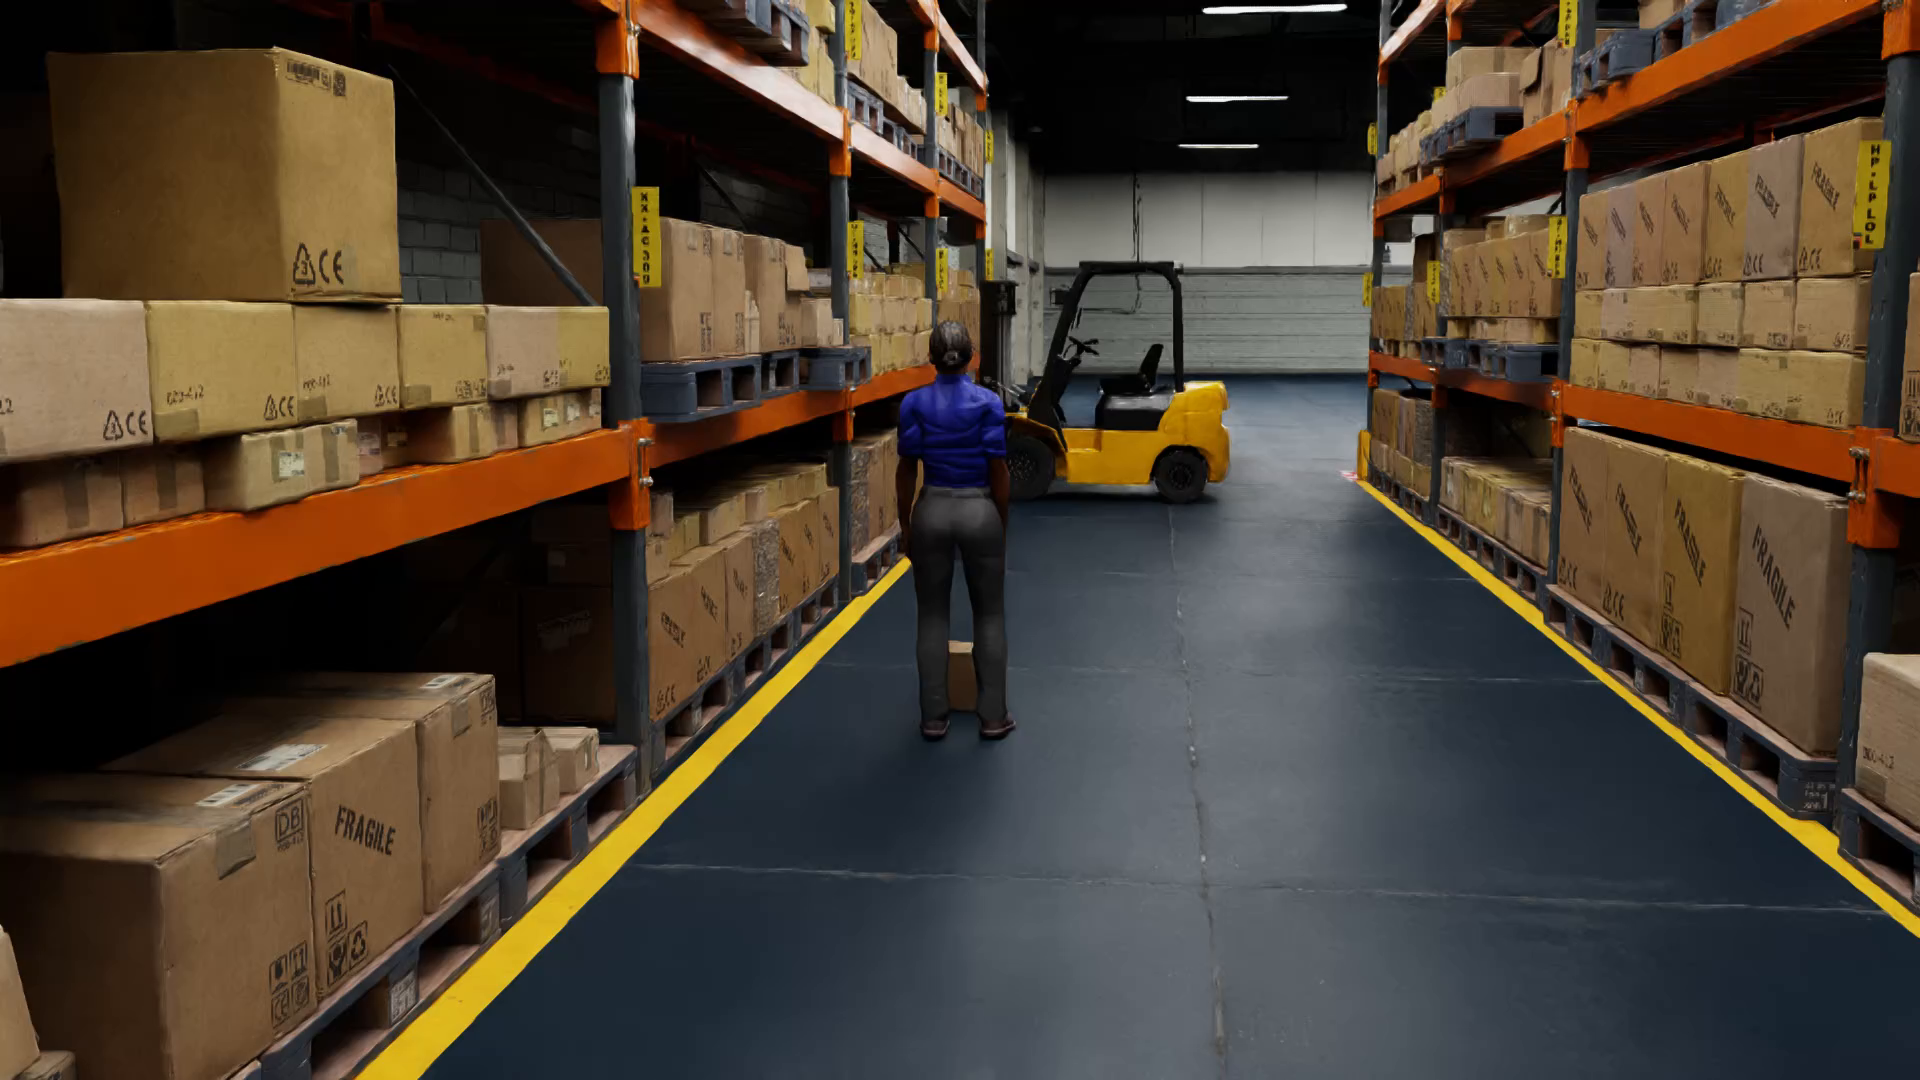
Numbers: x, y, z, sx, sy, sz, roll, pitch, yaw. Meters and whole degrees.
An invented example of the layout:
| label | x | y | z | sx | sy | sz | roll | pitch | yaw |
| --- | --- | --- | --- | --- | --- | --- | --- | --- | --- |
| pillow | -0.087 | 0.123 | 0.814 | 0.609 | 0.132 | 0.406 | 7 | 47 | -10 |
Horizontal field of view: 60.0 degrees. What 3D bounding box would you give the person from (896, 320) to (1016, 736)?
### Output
| label | x | y | z | sx | sy | sz | roll | pitch | yaw |
| --- | --- | --- | --- | --- | --- | --- | --- | --- | --- |
| person | -0.017 | -0.044 | 6.644 | 0.469 | 1.658 | 0.355 | 1 | 8 | 7 |
